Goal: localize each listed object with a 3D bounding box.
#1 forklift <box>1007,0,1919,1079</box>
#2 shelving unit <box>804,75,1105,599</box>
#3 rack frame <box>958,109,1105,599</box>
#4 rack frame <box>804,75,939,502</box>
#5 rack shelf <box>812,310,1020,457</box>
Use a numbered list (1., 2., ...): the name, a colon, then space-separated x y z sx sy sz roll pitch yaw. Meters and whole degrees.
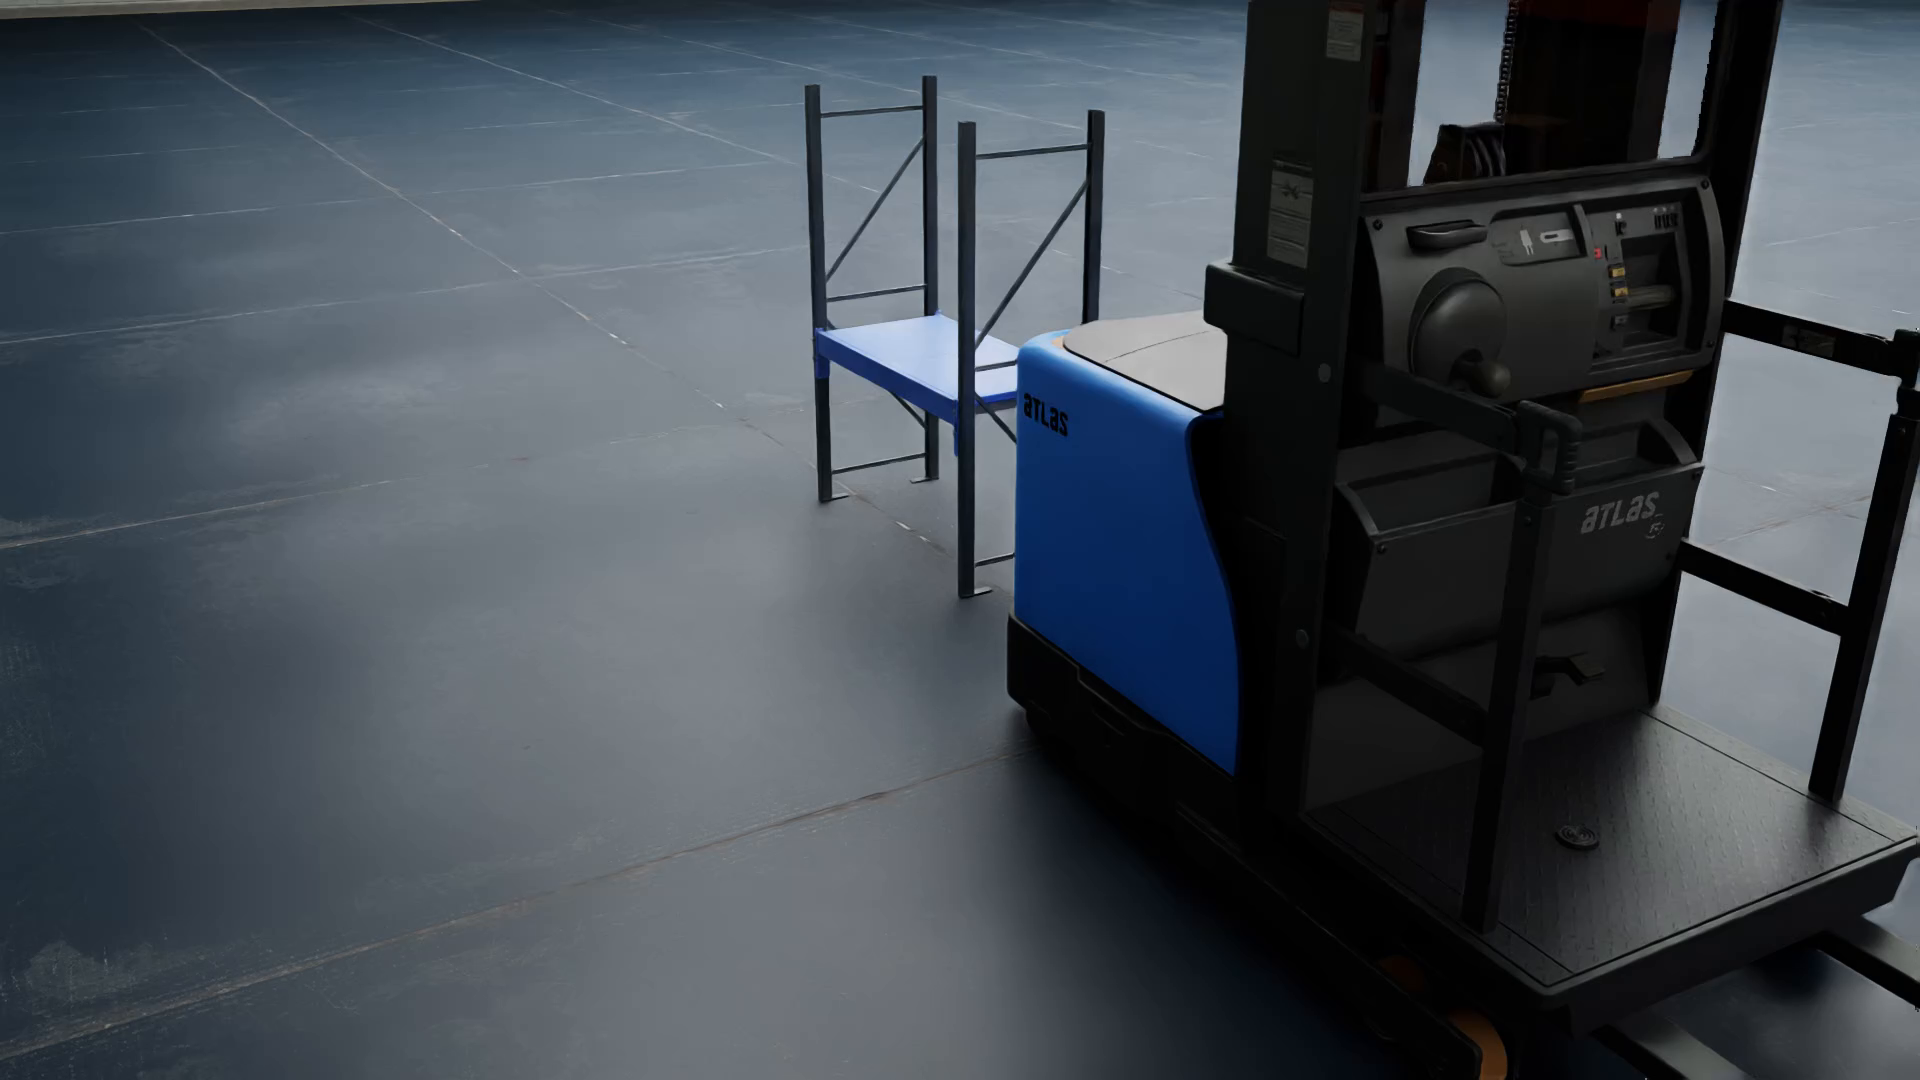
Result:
1. forklift: 1.272 -0.484 3.109 1.130 2.935 3.031 -11 25 -26
2. shelving unit: -0.044 -0.722 5.597 0.538 1.500 1.048 -13 25 -28
3. rack frame: 0.216 -0.558 5.192 0.500 1.500 0.032 -13 25 -28
4. rack frame: -0.303 -0.887 6.002 0.500 1.500 0.032 -13 25 -28
5. rack shelf: -0.044 -0.556 5.665 0.538 0.185 1.000 -13 25 -28
